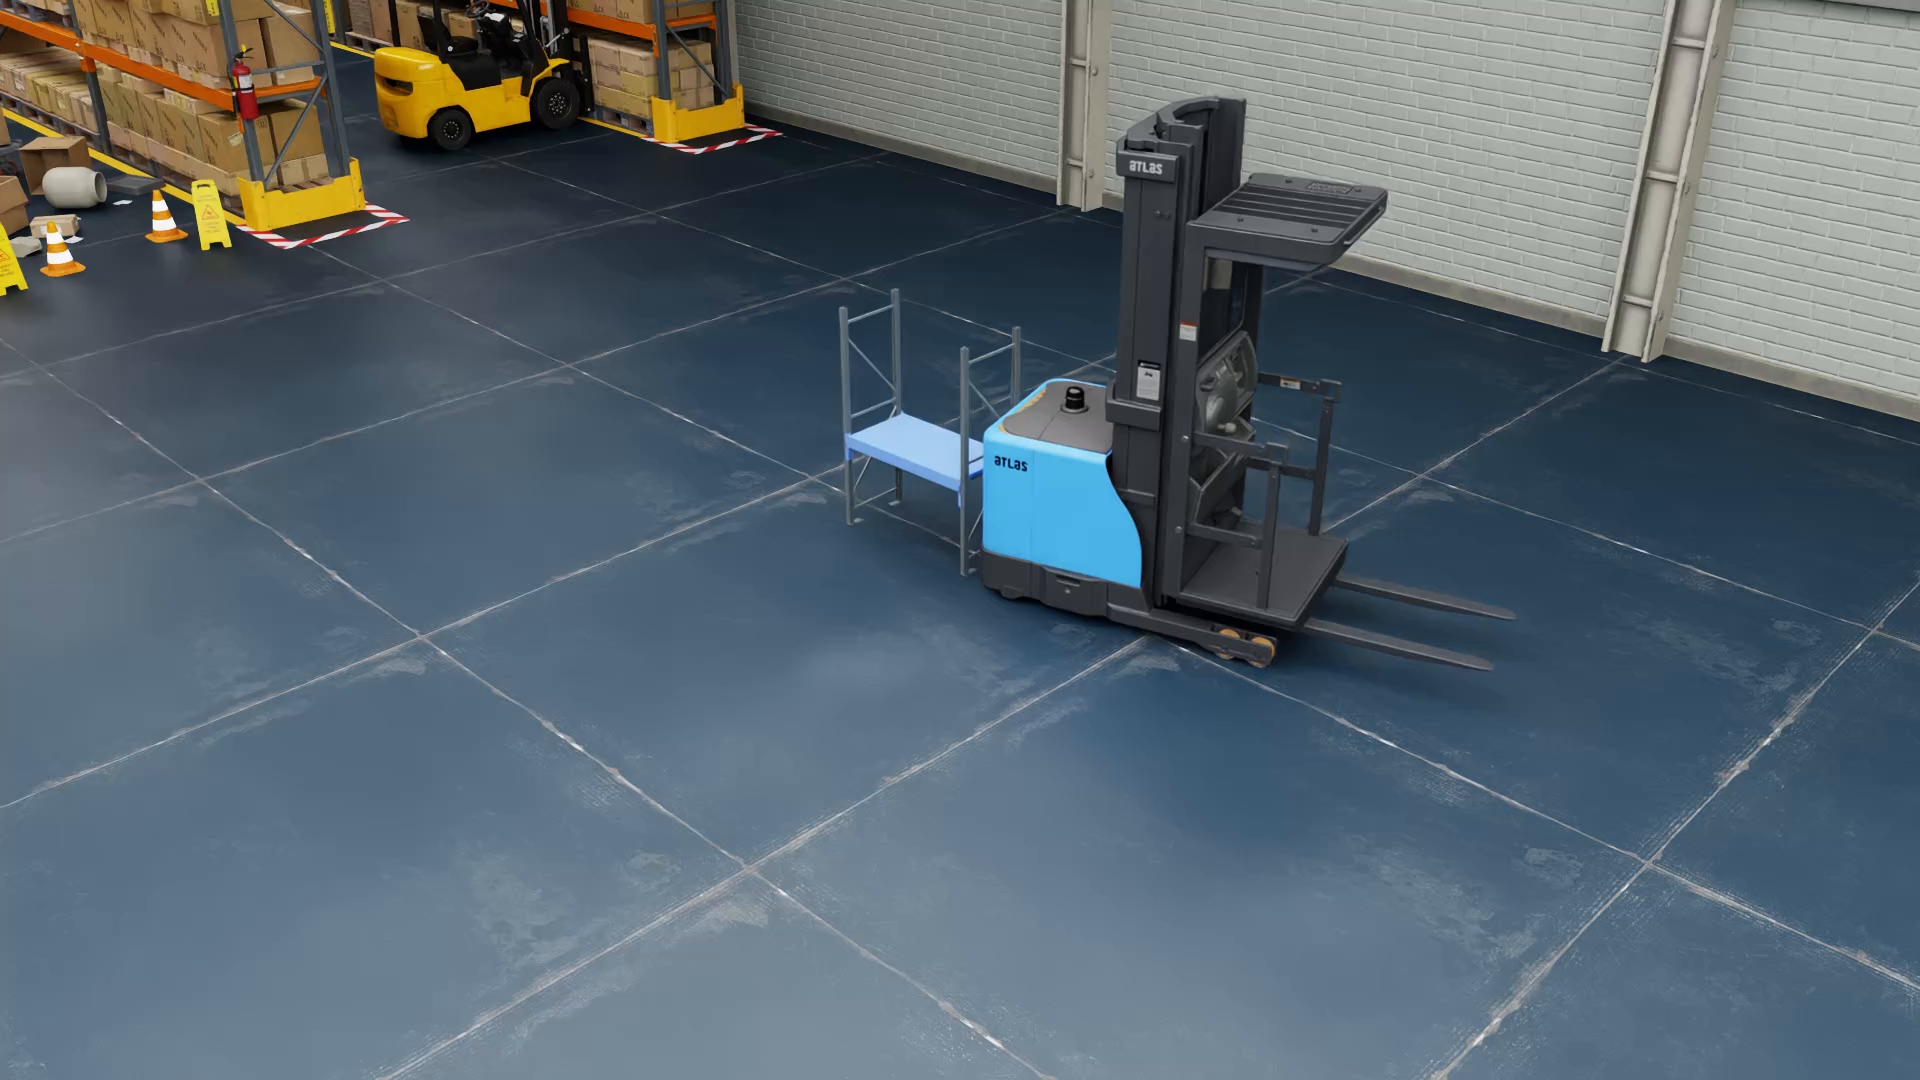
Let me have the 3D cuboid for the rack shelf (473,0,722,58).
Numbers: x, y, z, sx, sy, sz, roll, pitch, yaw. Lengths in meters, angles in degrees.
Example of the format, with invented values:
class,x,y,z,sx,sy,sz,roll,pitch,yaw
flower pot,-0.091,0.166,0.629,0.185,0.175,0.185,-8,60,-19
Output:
class,x,y,z,sx,sy,sz,roll,pitch,yaw
rack shelf,-4.584,-6.601,20.847,4.000,0.370,1.077,25,36,38

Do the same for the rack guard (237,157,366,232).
class,x,y,z,sx,sy,sz,roll,pitch,yaw
rack guard,-6.690,-3.537,16.932,0.348,0.500,1.175,25,36,38

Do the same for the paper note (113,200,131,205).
class,x,y,z,sx,sy,sz,roll,pitch,yaw
paper note,-8.793,-3.551,17.463,0.148,0.019,0.142,12,30,22

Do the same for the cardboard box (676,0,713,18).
class,x,y,z,sx,sy,sz,roll,pitch,yaw
cardboard box,-3.317,-6.565,19.898,0.500,0.500,0.500,-24,36,-38

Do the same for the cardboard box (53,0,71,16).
class,x,y,z,sx,sy,sz,roll,pitch,yaw
cardboard box,-10.048,-6.074,18.891,0.380,0.149,0.250,-25,36,-38

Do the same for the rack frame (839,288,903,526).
class,x,y,z,sx,sy,sz,roll,pitch,yaw
rack frame,-0.566,-0.847,10.743,0.032,1.500,0.500,23,36,37

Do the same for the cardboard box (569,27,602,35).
class,x,y,z,sx,sy,sz,roll,pitch,yaw
cardboard box,-4.796,-6.219,20.776,0.500,0.250,0.500,24,36,37

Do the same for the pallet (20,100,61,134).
class,x,y,z,sx,sy,sz,roll,pitch,yaw
pallet,-10.918,-5.341,20.674,1.213,0.211,1.003,25,36,38

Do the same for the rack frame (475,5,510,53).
class,x,y,z,sx,sy,sz,roll,pitch,yaw
rack frame,-6.010,-7.572,21.920,0.127,3.000,1.000,25,36,38

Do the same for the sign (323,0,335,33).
class,x,y,z,sx,sy,sz,roll,pitch,yaw
sign,-6.255,-5.181,16.444,0.005,0.325,0.100,25,36,38

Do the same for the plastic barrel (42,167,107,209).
class,x,y,z,sx,sy,sz,roll,pitch,yaw
plastic barrel,-9.170,-3.649,17.229,0.512,0.421,0.421,-3,28,-5

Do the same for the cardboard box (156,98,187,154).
class,x,y,z,sx,sy,sz,roll,pitch,yaw
cardboard box,-8.119,-4.430,17.643,0.500,0.500,0.500,24,36,37

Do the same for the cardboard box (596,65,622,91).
class,x,y,z,sx,sy,sz,roll,pitch,yaw
cardboard box,-4.074,-5.679,20.287,0.500,0.250,0.500,24,36,38

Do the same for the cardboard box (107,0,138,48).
class,x,y,z,sx,sy,sz,roll,pitch,yaw
cardboard box,-8.646,-5.539,17.627,0.500,0.500,0.500,24,36,38

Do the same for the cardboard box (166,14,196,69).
class,x,y,z,sx,sy,sz,roll,pitch,yaw
cardboard box,-7.569,-5.045,16.687,0.500,0.500,0.500,25,36,38

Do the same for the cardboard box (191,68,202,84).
class,x,y,z,sx,sy,sz,roll,pitch,yaw
cardboard box,-7.478,-4.695,16.718,0.250,0.149,0.380,24,36,38

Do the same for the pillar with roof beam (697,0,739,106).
class,x,y,z,sx,sy,sz,roll,pitch,yaw
pillar with roof beam,-6.041,-8.020,16.326,0.400,9.000,9.100,25,36,38

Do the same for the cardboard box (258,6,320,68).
class,x,y,z,sx,sy,sz,roll,pitch,yaw
cardboard box,-6.779,-5.041,16.680,0.500,0.500,0.500,24,36,38

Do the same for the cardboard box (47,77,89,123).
class,x,y,z,sx,sy,sz,roll,pitch,yaw
cardboard box,-10.378,-5.350,20.067,0.950,0.372,0.625,-23,35,-36

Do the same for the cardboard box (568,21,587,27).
class,x,y,z,sx,sy,sz,roll,pitch,yaw
cardboard box,-4.801,-6.557,21.419,0.500,0.250,0.500,25,37,39

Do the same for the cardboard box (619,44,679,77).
class,x,y,z,sx,sy,sz,roll,pitch,yaw
cardboard box,-3.705,-5.725,19.837,0.500,0.250,0.500,-24,36,-38

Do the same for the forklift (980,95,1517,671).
class,x,y,z,sx,sy,sz,roll,pitch,yaw
forklift,1.670,-0.862,9.234,3.031,2.935,1.130,14,31,24

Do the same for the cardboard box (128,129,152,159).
class,x,y,z,sx,sy,sz,roll,pitch,yaw
cardboard box,-8.868,-4.440,18.467,0.500,0.250,0.500,-23,35,-36

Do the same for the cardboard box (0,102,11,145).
class,x,y,z,sx,sy,sz,roll,pitch,yaw
cardboard box,-10.714,-4.552,18.049,0.500,0.500,0.500,25,36,38

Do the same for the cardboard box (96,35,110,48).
class,x,y,z,sx,sy,sz,roll,pitch,yaw
cardboard box,-9.271,-5.538,18.322,0.380,0.149,0.250,-24,36,-38

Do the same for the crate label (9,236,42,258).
class,x,y,z,sx,sy,sz,roll,pitch,yaw
crate label,-8.986,-2.820,15.959,0.298,0.136,0.250,7,29,13

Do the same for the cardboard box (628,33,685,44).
class,x,y,z,sx,sy,sz,roll,pitch,yaw
cardboard box,-3.727,-6.059,20.473,0.500,0.250,0.500,25,36,38

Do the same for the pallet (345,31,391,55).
class,x,y,z,sx,sy,sz,roll,pitch,yaw
pallet,-8.303,-7.361,24.516,1.213,0.211,1.003,25,36,38

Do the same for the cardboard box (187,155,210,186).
class,x,y,z,sx,sy,sz,roll,pitch,yaw
cardboard box,-7.764,-3.933,17.503,0.500,0.250,0.500,25,37,39

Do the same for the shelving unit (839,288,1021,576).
class,x,y,z,sx,sy,sz,roll,pitch,yaw
shelving unit,-0.192,-0.687,10.439,1.048,1.500,0.538,23,36,37

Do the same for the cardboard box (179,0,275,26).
class,x,y,z,sx,sy,sz,roll,pitch,yaw
cardboard box,-7.153,-5.331,16.157,0.500,0.500,0.700,24,36,37

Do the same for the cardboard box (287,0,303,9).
class,x,y,z,sx,sy,sz,roll,pitch,yaw
cardboard box,-10.039,-8.360,25.653,0.500,0.500,0.500,-23,36,-37

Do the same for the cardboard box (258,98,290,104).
class,x,y,z,sx,sy,sz,roll,pitch,yaw
cardboard box,-7.410,-4.451,17.682,0.500,0.500,0.500,23,35,37

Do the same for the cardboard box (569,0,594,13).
class,x,y,z,sx,sy,sz,roll,pitch,yaw
cardboard box,-4.422,-6.724,20.200,0.500,0.500,0.500,24,36,37

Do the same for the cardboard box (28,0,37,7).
class,x,y,z,sx,sy,sz,roll,pitch,yaw
cardboard box,-10.617,-6.320,19.359,0.380,0.149,0.250,-25,37,-39

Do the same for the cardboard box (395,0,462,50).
class,x,y,z,sx,sy,sz,roll,pitch,yaw
cardboard box,-7.476,-7.373,23.644,0.625,0.625,0.875,23,35,36

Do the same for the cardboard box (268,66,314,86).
class,x,y,z,sx,sy,sz,roll,pitch,yaw
cardboard box,-6.732,-4.686,16.703,0.250,0.149,0.380,25,37,39

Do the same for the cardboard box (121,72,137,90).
class,x,y,z,sx,sy,sz,roll,pitch,yaw
cardboard box,-8.841,-5.001,18.032,0.380,0.149,0.250,-24,36,-37

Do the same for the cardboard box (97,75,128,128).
class,x,y,z,sx,sy,sz,roll,pitch,yaw
cardboard box,-9.256,-4.942,18.616,0.500,0.500,0.500,-23,36,-37

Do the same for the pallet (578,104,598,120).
class,x,y,z,sx,sy,sz,roll,pitch,yaw
pallet,-4.598,-5.666,21.292,1.213,0.211,1.003,25,36,38

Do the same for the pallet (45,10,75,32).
class,x,y,z,sx,sy,sz,roll,pitch,yaw
pallet,-9.931,-6.136,19.396,1.213,0.211,1.003,25,36,38

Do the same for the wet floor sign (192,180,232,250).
class,x,y,z,sx,sy,sz,roll,pitch,yaw
wet floor sign,-7.250,-3.159,16.058,0.267,0.644,0.232,-13,30,-22

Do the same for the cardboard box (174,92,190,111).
class,x,y,z,sx,sy,sz,roll,pitch,yaw
cardboard box,-7.875,-4.561,17.196,0.380,0.149,0.250,-25,36,-38

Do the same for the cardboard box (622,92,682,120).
class,x,y,z,sx,sy,sz,roll,pitch,yaw
cardboard box,-3.715,-5.284,20.072,0.500,0.250,0.500,25,37,39

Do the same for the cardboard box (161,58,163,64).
class,x,y,z,sx,sy,sz,roll,pitch,yaw
cardboard box,-8.128,-5.063,17.419,0.250,0.149,0.380,25,36,38

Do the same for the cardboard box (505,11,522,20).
class,x,y,z,sx,sy,sz,roll,pitch,yaw
cardboard box,-5.885,-6.721,21.732,0.500,0.250,0.500,24,36,38

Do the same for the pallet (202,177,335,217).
class,x,y,z,sx,sy,sz,roll,pitch,yaw
pallet,-7.244,-3.686,17.526,1.213,0.211,1.003,25,36,38

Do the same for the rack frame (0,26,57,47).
class,x,y,z,sx,sy,sz,roll,pitch,yaw
rack frame,-12.340,-7.228,21.267,0.127,3.000,1.000,25,36,38

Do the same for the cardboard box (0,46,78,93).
class,x,y,z,sx,sy,sz,roll,pitch,yaw
cardboard box,-11.944,-6.064,21.424,0.625,0.372,0.950,22,35,35
